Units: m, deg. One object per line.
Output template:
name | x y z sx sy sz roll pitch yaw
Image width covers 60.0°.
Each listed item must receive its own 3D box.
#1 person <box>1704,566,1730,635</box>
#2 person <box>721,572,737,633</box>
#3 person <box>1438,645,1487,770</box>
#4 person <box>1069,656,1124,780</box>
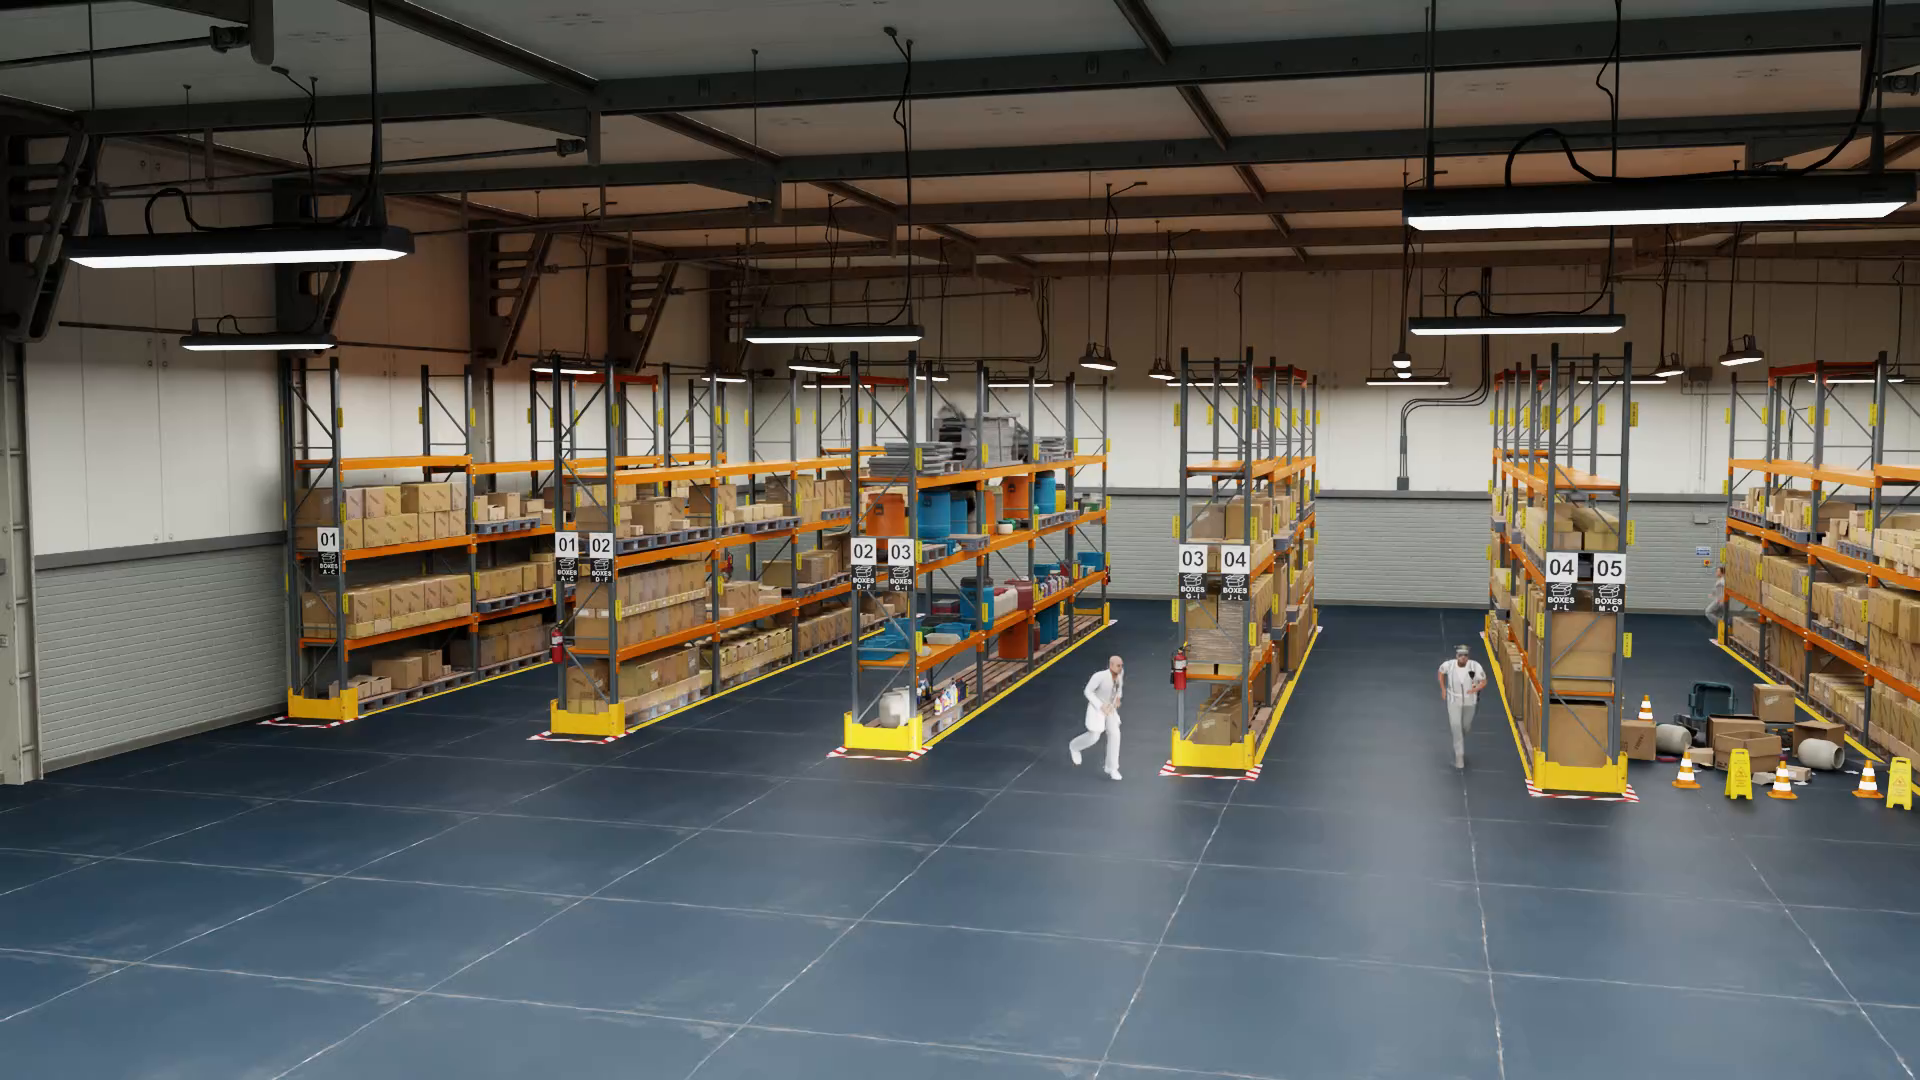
person | 17.346 1.399 38.005 0.581 1.615 0.624 2 5 30
person | -4.995 1.528 36.079 0.616 1.708 0.714 1 4 15
person | 7.289 2.371 24.159 0.663 1.788 1.093 1 4 10
person | 1.932 2.453 23.406 0.744 1.738 1.085 -4 6 -42
